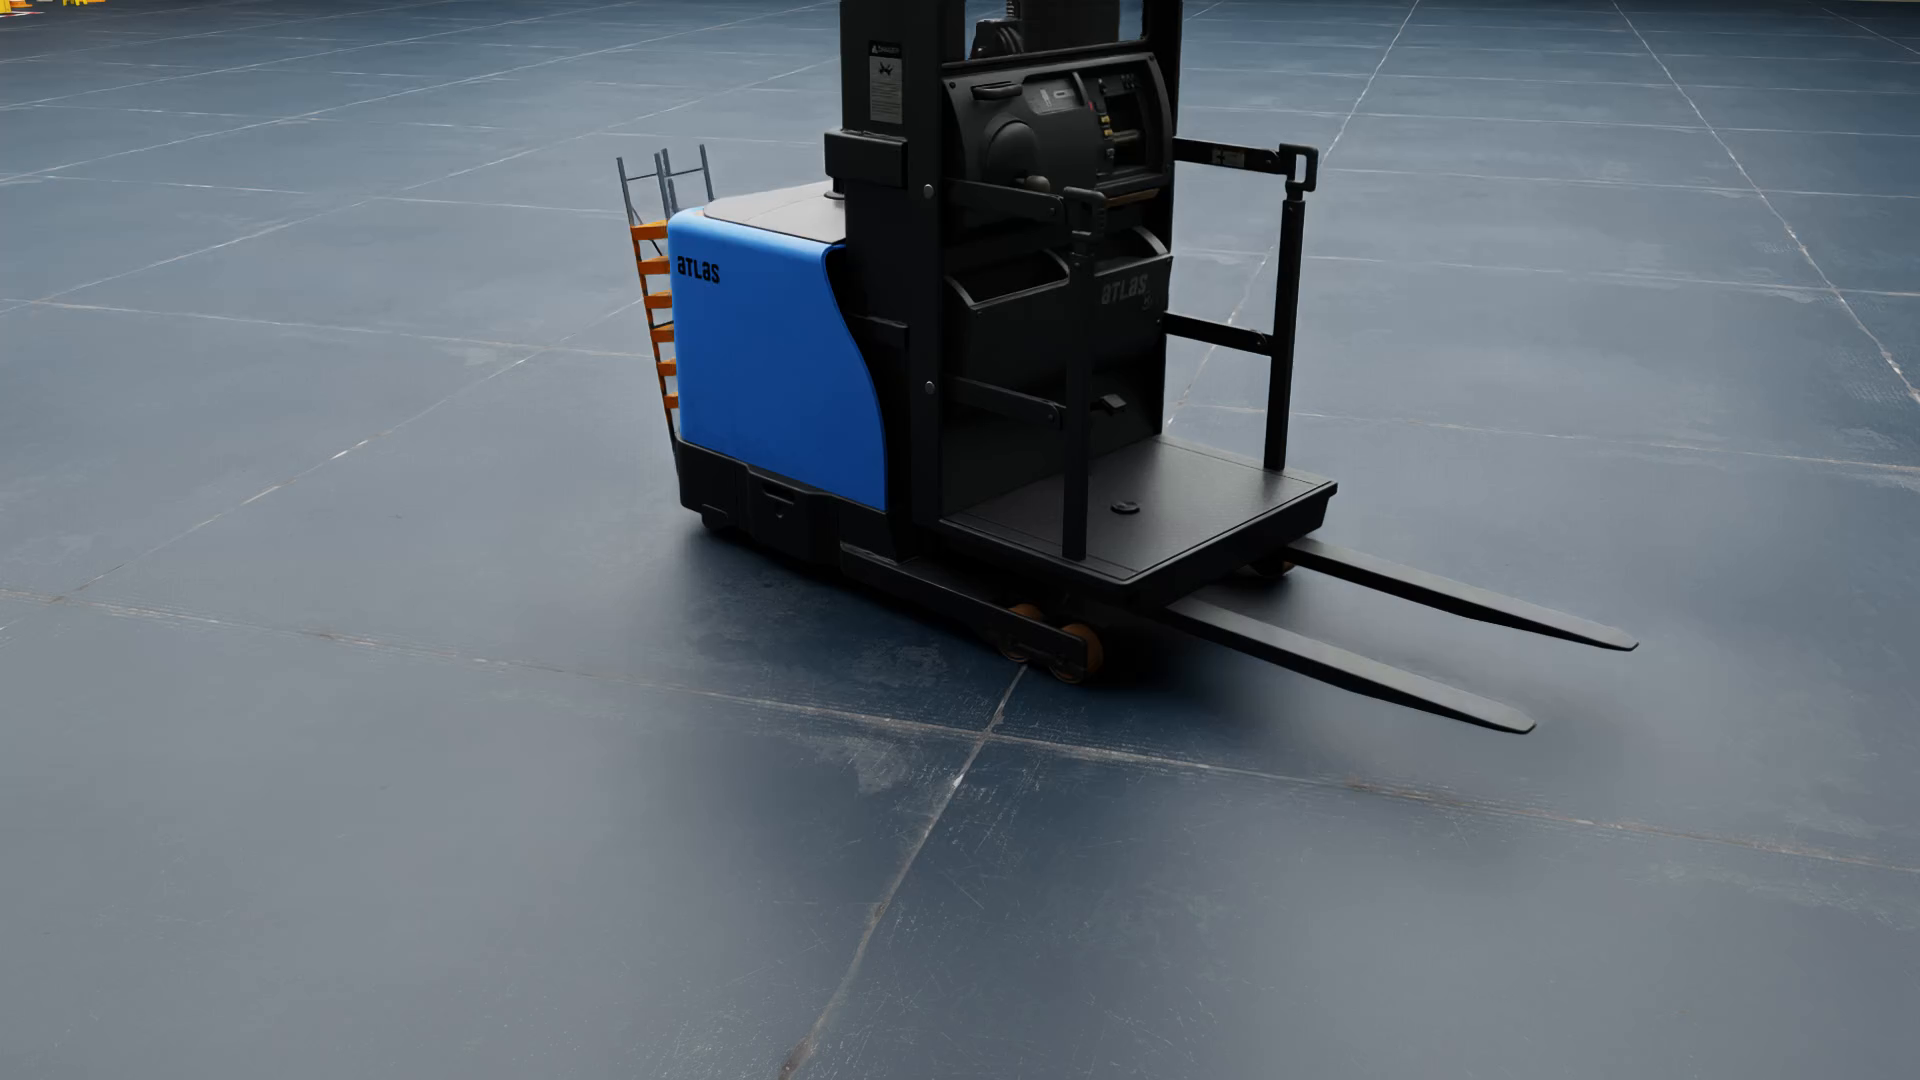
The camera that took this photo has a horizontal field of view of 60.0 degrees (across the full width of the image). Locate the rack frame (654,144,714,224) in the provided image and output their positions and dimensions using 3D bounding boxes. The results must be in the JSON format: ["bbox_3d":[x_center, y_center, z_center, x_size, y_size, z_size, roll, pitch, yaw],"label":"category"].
[{"bbox_3d":[-0.876,-0.766,5.846,0.006,1.200,0.240,4,21,36],"label":"rack frame"}]

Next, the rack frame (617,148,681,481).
[{"bbox_3d":[-1.024,-0.777,5.953,0.006,1.200,0.240,4,21,36],"label":"rack frame"}]

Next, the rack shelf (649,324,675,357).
[{"bbox_3d":[-0.944,-0.730,5.912,0.180,0.103,0.258,4,21,36],"label":"rack shelf"}]

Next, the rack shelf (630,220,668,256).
[{"bbox_3d":[-0.993,-1.071,5.809,0.180,0.103,0.258,4,21,36],"label":"rack shelf"}]

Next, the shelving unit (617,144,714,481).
[{"bbox_3d":[-0.950,-0.772,5.900,0.189,1.200,0.258,4,21,36],"label":"shelving unit"}]

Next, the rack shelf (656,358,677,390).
[{"bbox_3d":[-0.928,-0.616,5.947,0.180,0.103,0.258,4,21,36],"label":"rack shelf"}]

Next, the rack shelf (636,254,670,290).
[{"bbox_3d":[-0.976,-0.957,5.844,0.180,0.103,0.258,4,21,36],"label":"rack shelf"}]

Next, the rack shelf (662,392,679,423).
[{"bbox_3d":[-0.911,-0.502,5.981,0.180,0.103,0.258,4,21,36],"label":"rack shelf"}]

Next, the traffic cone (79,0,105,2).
[{"bbox_3d":[-13.951,-8.860,26.611,0.334,0.463,0.336,7,23,16],"label":"traffic cone"}]

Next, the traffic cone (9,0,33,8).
[{"bbox_3d":[-14.603,-8.487,25.701,0.334,0.463,0.336,7,23,16],"label":"traffic cone"}]

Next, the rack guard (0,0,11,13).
[{"bbox_3d":[-14.482,-7.927,24.288,0.348,0.500,1.175,7,23,16],"label":"rack guard"}]

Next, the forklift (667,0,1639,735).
[{"bbox_3d":[0.454,-1.179,4.632,3.031,2.935,1.130,19,29,39],"label":"forklift"}]

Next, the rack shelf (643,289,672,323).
[{"bbox_3d":[-0.960,-0.843,5.878,0.180,0.103,0.258,4,21,36],"label":"rack shelf"}]

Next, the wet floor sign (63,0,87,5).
[{"bbox_3d":[-13.905,-8.713,26.013,0.232,0.644,0.267,3,22,6],"label":"wet floor sign"}]
